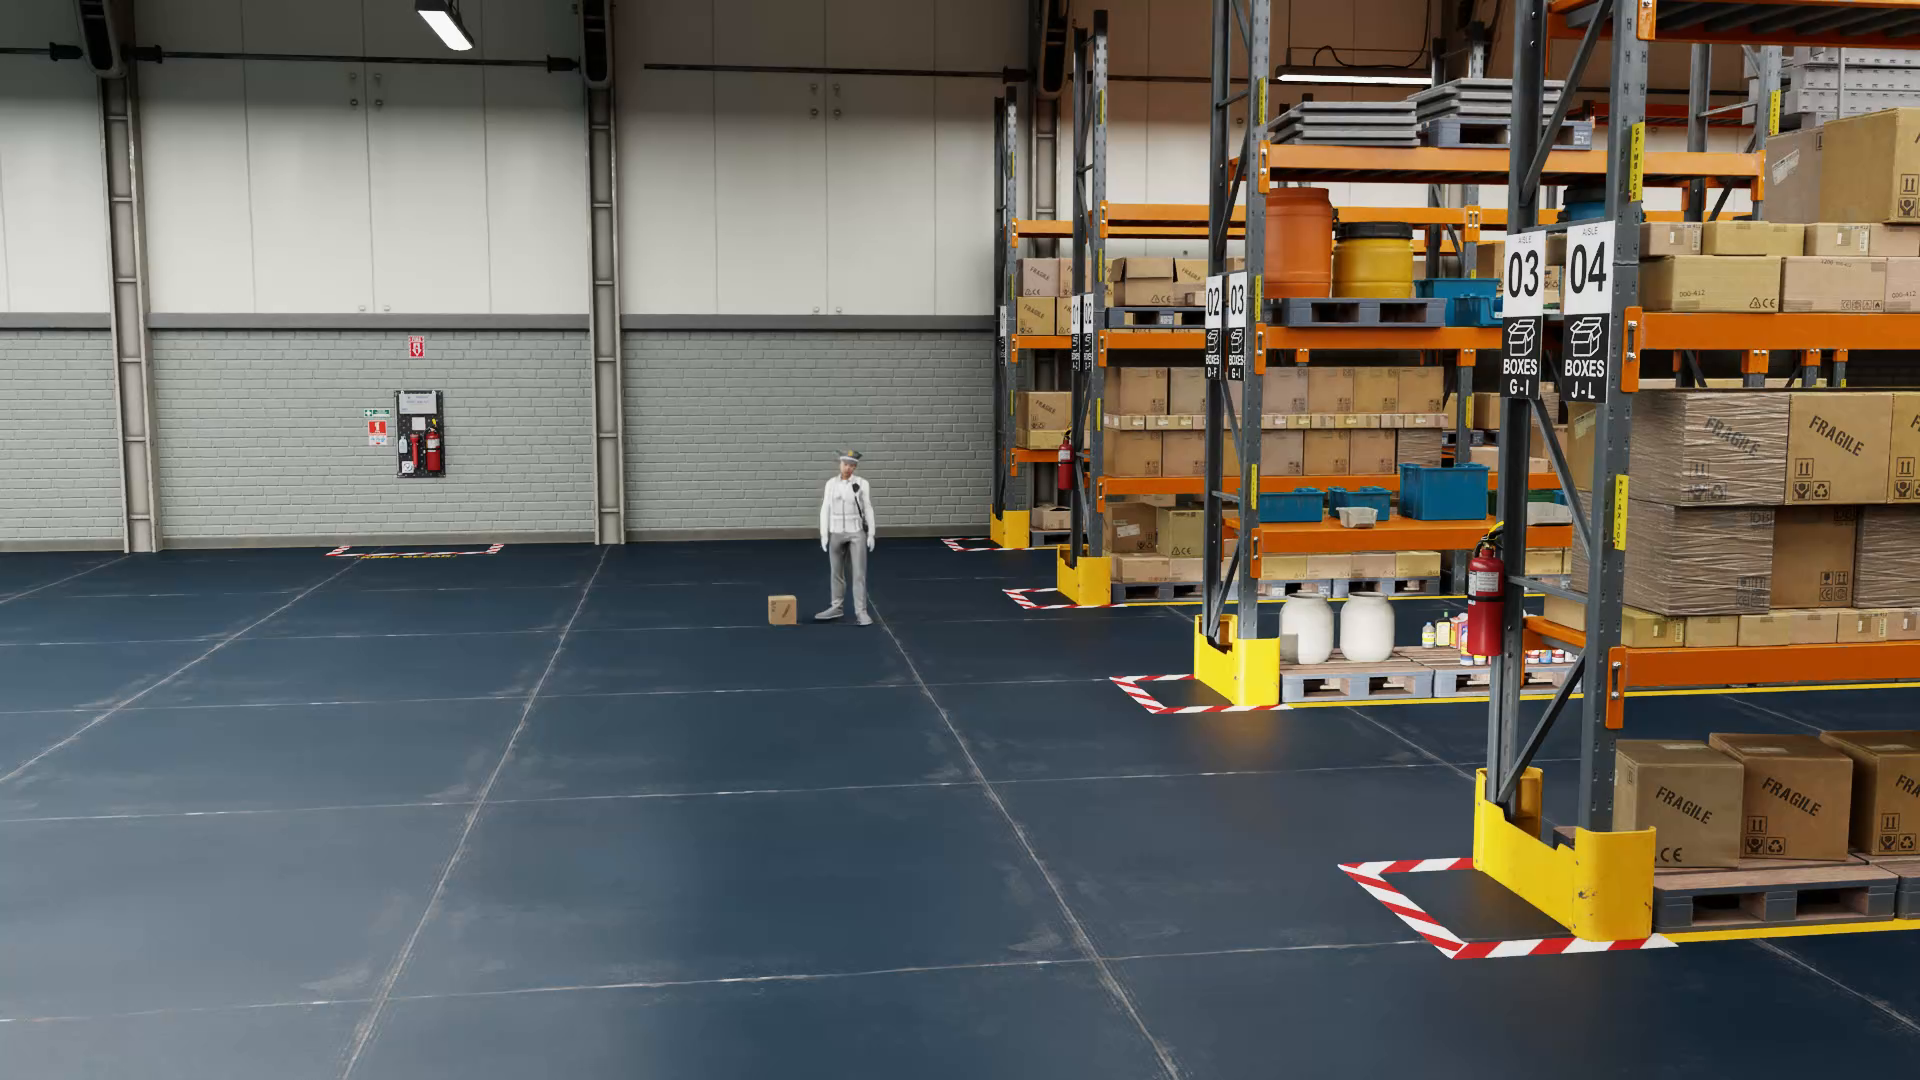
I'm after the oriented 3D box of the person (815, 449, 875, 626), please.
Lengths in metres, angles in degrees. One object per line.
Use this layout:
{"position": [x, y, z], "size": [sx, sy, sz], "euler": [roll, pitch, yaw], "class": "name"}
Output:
{"position": [-1.120, -0.037, 16.013], "size": [0.608, 1.685, 0.421], "euler": [1, 7, 10], "class": "person"}
